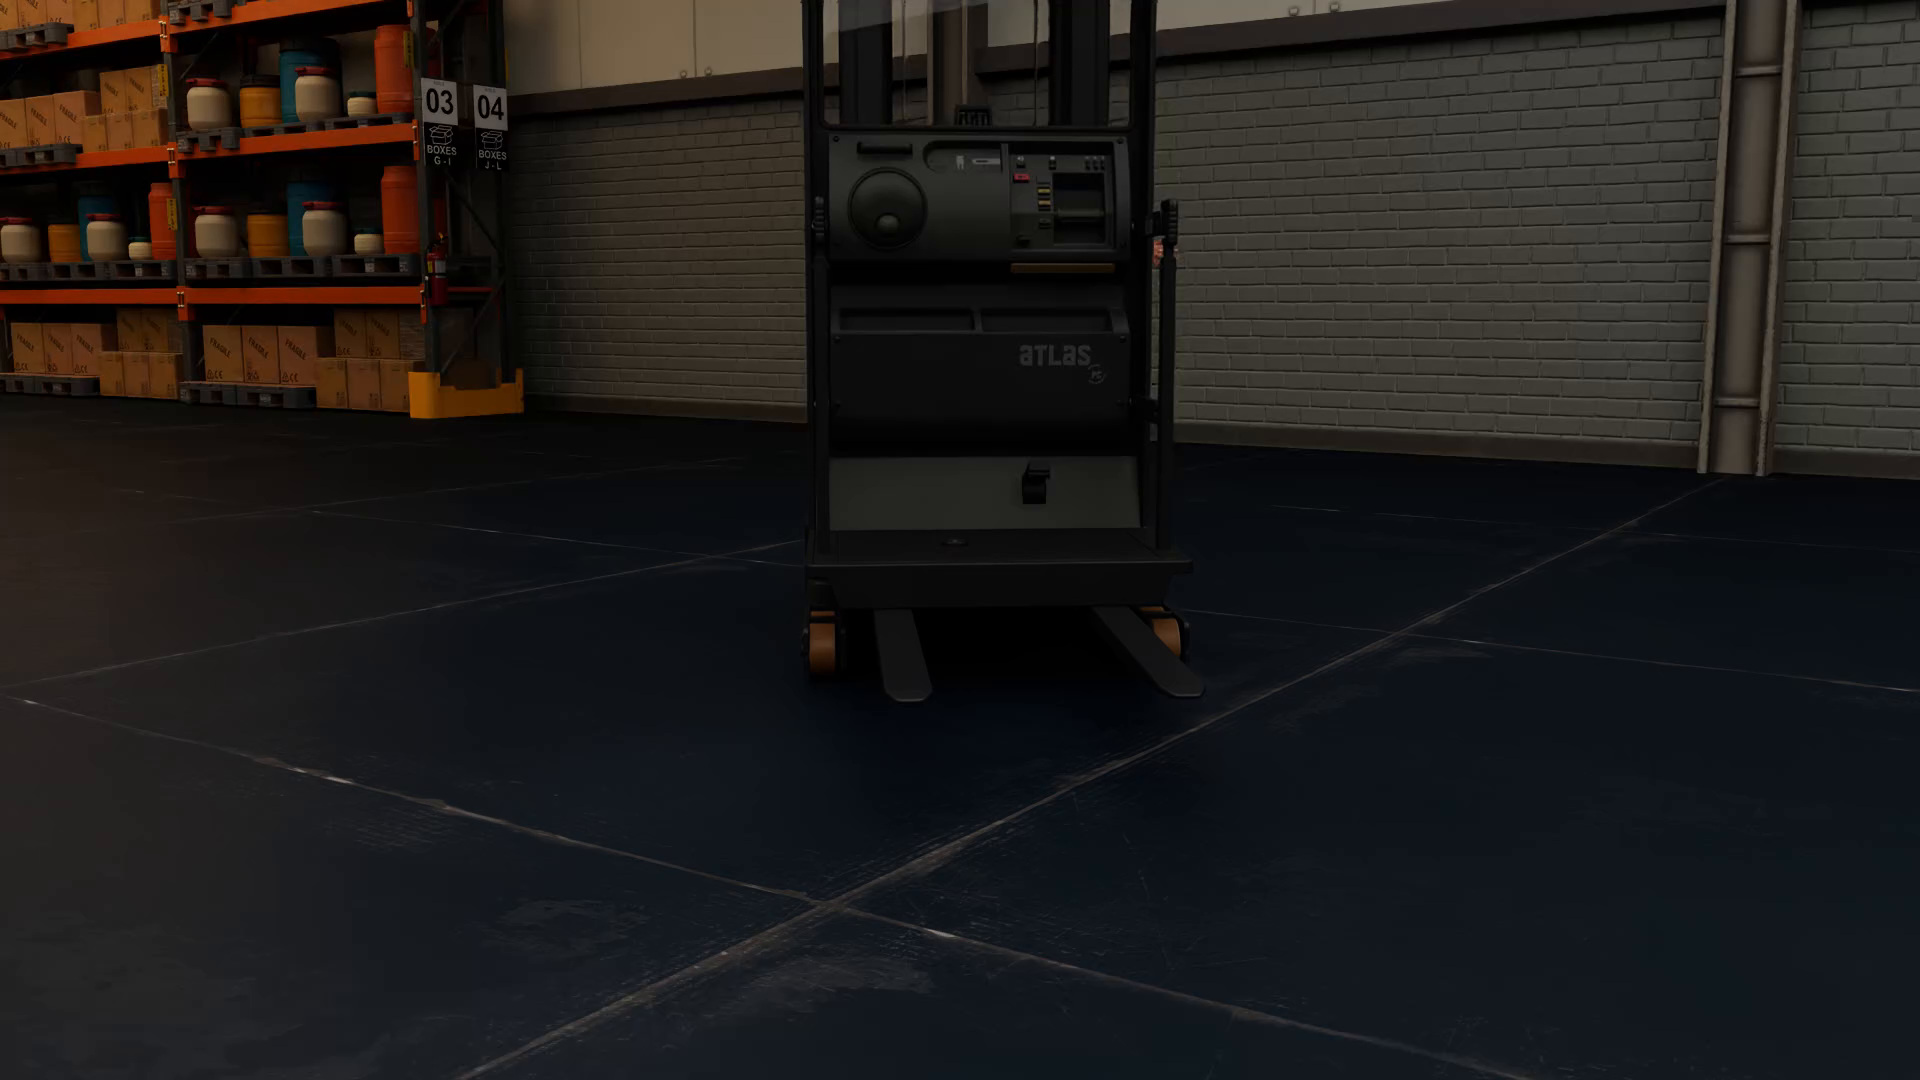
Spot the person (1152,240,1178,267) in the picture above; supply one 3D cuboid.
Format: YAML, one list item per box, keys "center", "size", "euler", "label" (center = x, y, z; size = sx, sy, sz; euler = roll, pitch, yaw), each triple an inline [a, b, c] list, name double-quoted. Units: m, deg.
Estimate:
- center: [0.456, -0.784, 7.385]
  size: [0.737, 1.594, 1.072]
  euler: [-5, 10, -32]
  label: "person"

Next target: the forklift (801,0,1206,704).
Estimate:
- center: [0.079, -1.100, 4.925]
  size: [1.130, 2.935, 3.031]
  euler: [-1, 8, -4]
  label: "forklift"
